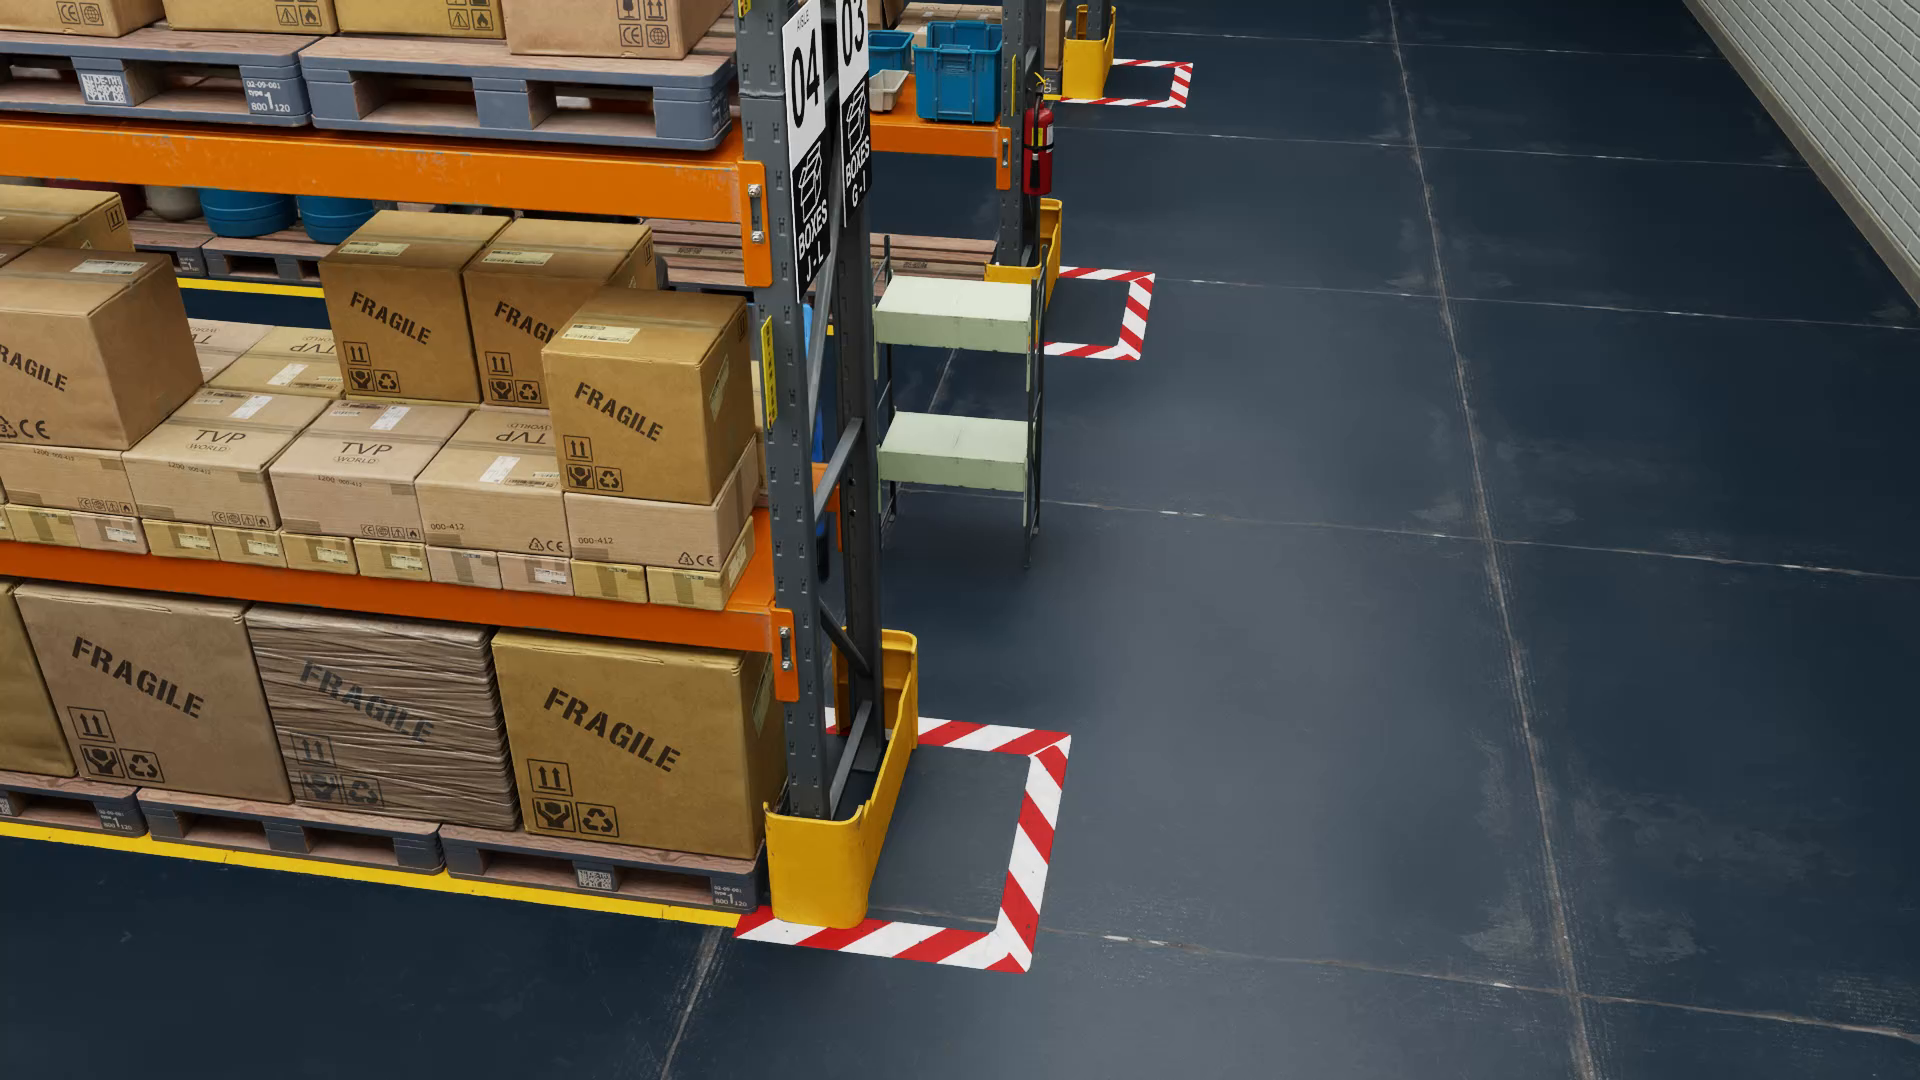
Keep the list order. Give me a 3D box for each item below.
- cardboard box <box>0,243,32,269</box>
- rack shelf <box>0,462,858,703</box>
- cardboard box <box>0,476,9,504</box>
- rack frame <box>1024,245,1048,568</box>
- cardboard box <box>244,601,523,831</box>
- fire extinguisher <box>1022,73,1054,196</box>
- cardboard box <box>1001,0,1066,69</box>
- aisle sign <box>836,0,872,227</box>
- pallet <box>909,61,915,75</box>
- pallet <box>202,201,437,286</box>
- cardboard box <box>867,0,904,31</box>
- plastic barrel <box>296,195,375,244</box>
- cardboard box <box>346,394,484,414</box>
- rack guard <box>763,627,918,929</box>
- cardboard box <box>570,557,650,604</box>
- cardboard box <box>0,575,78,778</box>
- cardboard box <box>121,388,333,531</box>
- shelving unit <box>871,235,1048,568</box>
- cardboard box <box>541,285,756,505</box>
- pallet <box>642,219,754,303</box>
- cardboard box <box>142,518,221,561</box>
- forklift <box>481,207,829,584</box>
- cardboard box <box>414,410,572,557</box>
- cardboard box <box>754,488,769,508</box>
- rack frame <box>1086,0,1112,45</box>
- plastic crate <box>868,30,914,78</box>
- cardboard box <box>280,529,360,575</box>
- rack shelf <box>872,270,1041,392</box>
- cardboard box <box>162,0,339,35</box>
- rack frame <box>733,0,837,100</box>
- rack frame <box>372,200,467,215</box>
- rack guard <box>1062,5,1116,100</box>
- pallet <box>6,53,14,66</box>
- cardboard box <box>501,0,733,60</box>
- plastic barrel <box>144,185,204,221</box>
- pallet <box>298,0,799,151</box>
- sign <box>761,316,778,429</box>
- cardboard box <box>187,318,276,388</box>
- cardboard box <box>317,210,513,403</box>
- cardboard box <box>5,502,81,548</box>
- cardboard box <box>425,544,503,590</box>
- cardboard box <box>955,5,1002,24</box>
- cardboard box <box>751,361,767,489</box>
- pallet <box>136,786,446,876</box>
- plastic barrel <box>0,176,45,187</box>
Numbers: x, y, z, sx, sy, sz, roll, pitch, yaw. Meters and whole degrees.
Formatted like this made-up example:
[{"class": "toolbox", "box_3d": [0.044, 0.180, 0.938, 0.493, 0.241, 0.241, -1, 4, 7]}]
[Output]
[{"class": "cardboard box", "box_3d": [-3.484, -0.697, 5.690, 0.500, 0.500, 0.500, 5, 32, 8]}, {"class": "rack shelf", "box_3d": [-2.426, -0.057, 6.192, 4.000, 0.370, 1.077, 5, 32, 8]}, {"class": "cardboard box", "box_3d": [-3.489, -0.377, 5.887, 0.500, 0.250, 0.500, 5, 32, 8]}, {"class": "rack frame", "box_3d": [0.354, -0.604, 7.801, 0.023, 1.500, 0.400, 5, 32, 8]}, {"class": "cardboard box", "box_3d": [-1.996, 0.442, 6.323, 0.875, 0.875, 0.875, 5, 32, 8]}, {"class": "fire extinguisher", "box_3d": [0.451, -2.332, 9.573, 0.183, 0.674, 0.296, 5, 32, 8]}, {"class": "cardboard box", "box_3d": [0.638, -4.411, 14.411, 0.500, 0.500, 0.500, 5, 32, 8]}, {"class": "aisle sign", "box_3d": [-0.333, -1.436, 5.267, 0.004, 0.787, 0.394, 5, 32, 8]}, {"class": "pallet", "box_3d": [-0.844, -4.370, 15.033, 1.213, 0.211, 1.003, 5, 32, 8]}, {"class": "pallet", "box_3d": [-4.318, -2.040, 11.310, 1.213, 0.211, 1.003, 5, 32, 8]}, {"class": "cardboard box", "box_3d": [-0.874, -4.685, 14.846, 0.637, 0.503, 0.797, 5, 32, 8]}, {"class": "plastic barrel", "box_3d": [-4.098, -2.477, 10.962, 0.708, 0.901, 0.600, 5, 32, 8]}, {"class": "cardboard box", "box_3d": [-1.891, -0.520, 6.115, 0.500, 0.250, 0.500, 4, 32, 7]}, {"class": "rack guard", "box_3d": [-0.431, 0.878, 6.376, 0.348, 0.500, 1.175, 5, 32, 8]}, {"class": "cardboard box", "box_3d": [-1.118, 0.041, 5.594, 0.250, 0.149, 0.380, 6, 32, 9]}, {"class": "cardboard box", "box_3d": [-3.760, 0.283, 6.578, 0.875, 0.875, 0.875, 5, 32, 8]}, {"class": "cardboard box", "box_3d": [-2.493, -0.286, 5.741, 0.500, 0.250, 0.500, 5, 32, 8]}, {"class": "shelving unit", "box_3d": [-0.007, -0.636, 7.853, 0.755, 1.500, 0.431, 5, 32, 8]}, {"class": "cardboard box", "box_3d": [-0.979, -0.470, 5.328, 0.500, 0.500, 0.500, 6, 32, 9]}, {"class": "pallet", "box_3d": [-1.627, -1.796, 10.921, 1.213, 0.211, 1.003, 5, 32, 8]}, {"class": "cardboard box", "box_3d": [-2.625, -0.096, 5.812, 0.250, 0.149, 0.380, 4, 32, 7]}, {"class": "forklift", "box_3d": [-2.161, -1.185, 7.380, 3.031, 2.935, 1.130, -2, 32, -4]}, {"class": "cardboard box", "box_3d": [-1.477, -0.196, 5.597, 0.500, 0.250, 0.500, 5, 32, 7]}, {"class": "cardboard box", "box_3d": [-0.749, -0.281, 6.109, 0.250, 0.149, 0.380, 6, 32, 9]}, {"class": "rack frame", "box_3d": [1.216, -5.364, 13.993, 0.127, 3.000, 1.000, 5, 32, 8]}, {"class": "plastic crate", "box_3d": [-0.458, -2.982, 10.288, 0.300, 0.233, 0.416, 5, 32, 8]}, {"class": "cardboard box", "box_3d": [-2.124, -0.050, 5.740, 0.250, 0.149, 0.380, 5, 32, 8]}, {"class": "rack shelf", "box_3d": [-0.007, -0.967, 7.646, 0.720, 0.370, 0.431, 5, 32, 8]}, {"class": "cardboard box", "box_3d": [-2.028, -1.870, 5.000, 0.500, 0.500, 0.700, 3, 32, 5]}, {"class": "rack frame", "box_3d": [-0.455, -2.727, 4.125, 0.127, 3.000, 1.000, 5, 32, 8]}, {"class": "rack frame", "box_3d": [-3.564, -3.131, 10.425, 0.127, 3.000, 1.000, 5, 32, 8]}, {"class": "rack guard", "box_3d": [1.141, -4.312, 14.667, 0.348, 0.500, 1.175, 5, 32, 8]}, {"class": "pallet", "box_3d": [-3.593, -1.696, 5.389, 1.213, 0.211, 1.003, 5, 32, 8]}, {"class": "cardboard box", "box_3d": [-0.976, -1.736, 4.785, 0.500, 0.500, 0.700, 3, 32, 5]}, {"class": "plastic barrel", "box_3d": [-5.337, -2.472, 11.322, 0.421, 0.512, 0.421, 0, 32, 0]}, {"class": "pallet", "box_3d": [-1.188, -1.478, 5.041, 1.213, 0.211, 1.003, 5, 32, 8]}, {"class": "sign", "box_3d": [-0.560, -0.492, 4.895, 0.005, 0.325, 0.100, 5, 32, 8]}, {"class": "cardboard box", "box_3d": [-2.904, -0.611, 6.260, 0.500, 0.250, 0.500, 6, 33, 9]}, {"class": "cardboard box", "box_3d": [-1.887, -0.836, 5.912, 0.500, 0.500, 0.500, 4, 32, 7]}, {"class": "cardboard box", "box_3d": [-3.132, -0.142, 5.886, 0.250, 0.149, 0.380, 5, 32, 8]}, {"class": "cardboard box", "box_3d": [-1.612, -0.005, 5.668, 0.250, 0.149, 0.380, 6, 32, 9]}, {"class": "cardboard box", "box_3d": [0.235, -4.627, 14.992, 0.500, 0.250, 0.500, 5, 32, 8]}, {"class": "cardboard box", "box_3d": [-0.882, -0.430, 5.971, 0.500, 0.250, 0.500, 4, 32, 7]}, {"class": "pallet", "box_3d": [-2.455, 0.858, 6.681, 1.213, 0.211, 1.003, 5, 32, 8]}, {"class": "plastic barrel", "box_3d": [-6.451, -2.573, 11.483, 0.421, 0.512, 0.421, 0, 32, 0]}]
